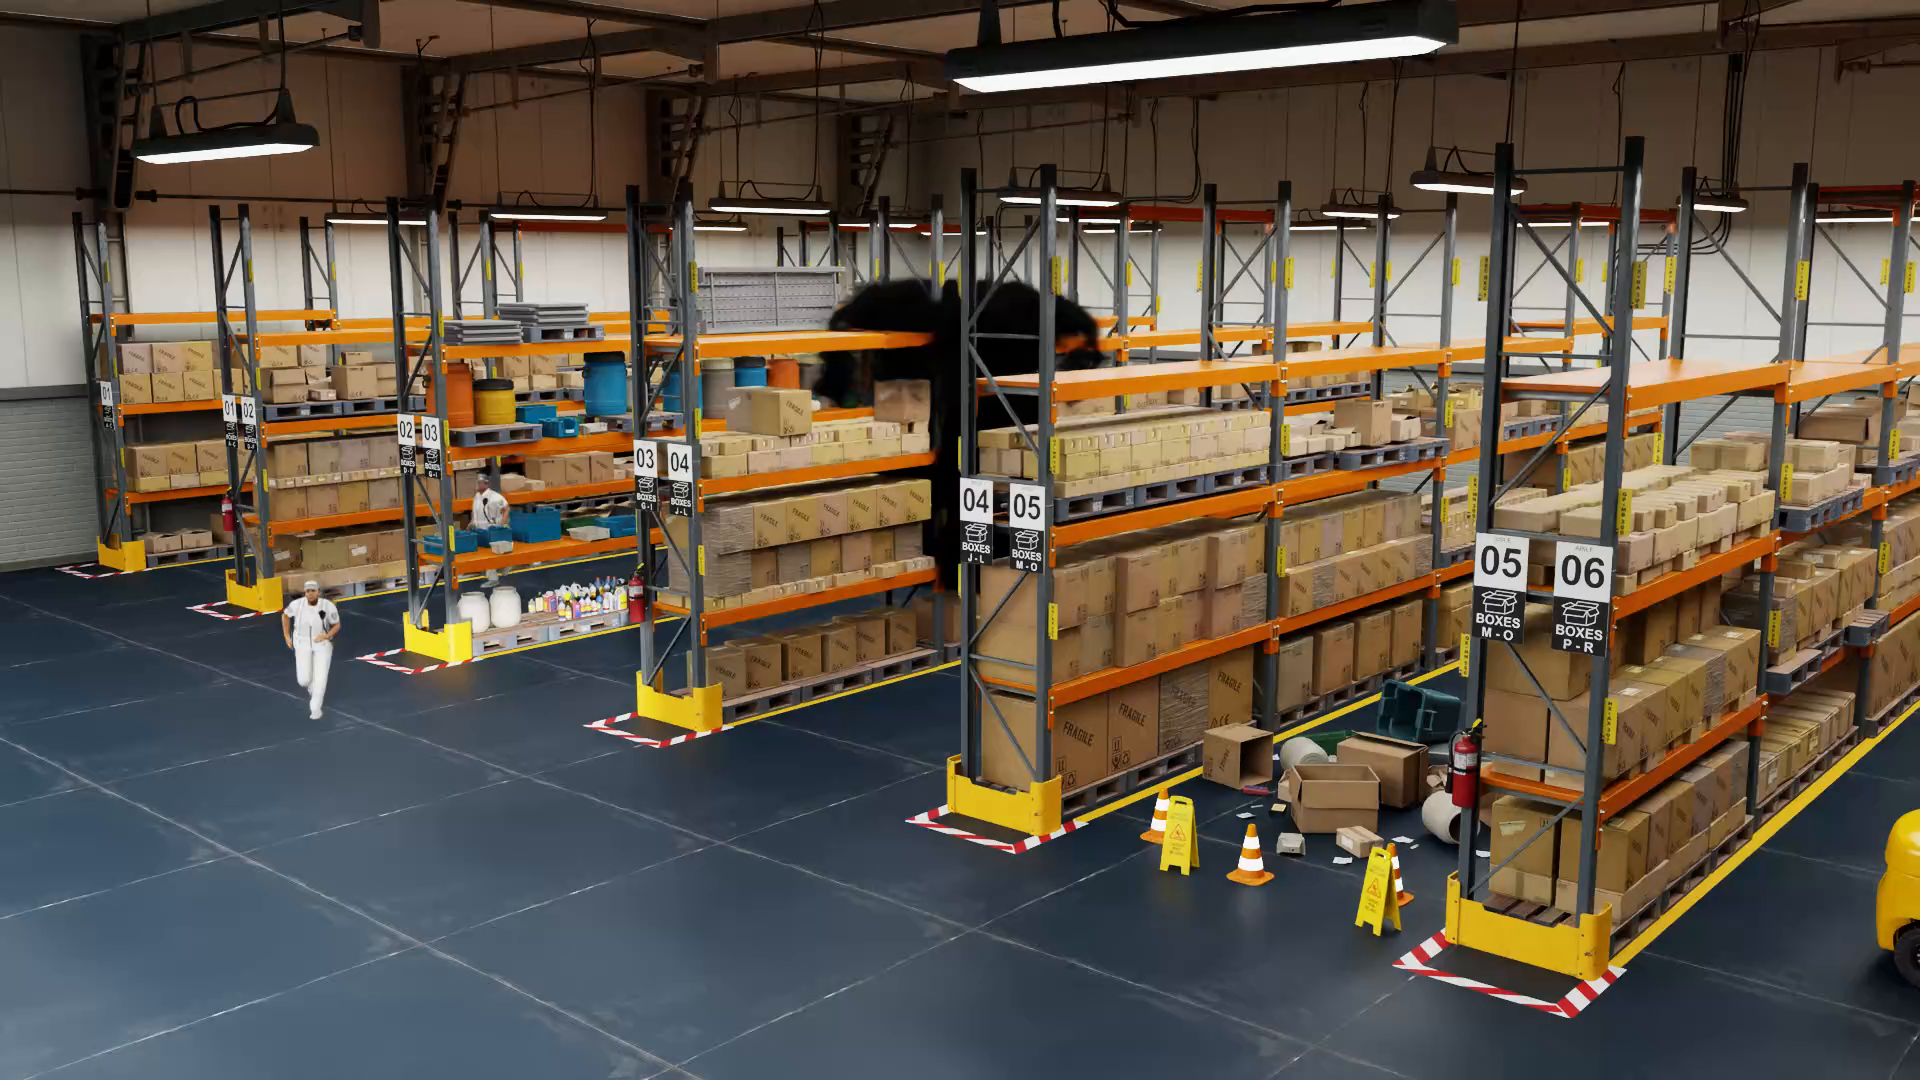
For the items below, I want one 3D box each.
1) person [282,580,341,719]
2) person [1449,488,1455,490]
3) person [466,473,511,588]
[{"bbox_3d":[-7.413,1.248,19.030,0.645,1.620,0.629,-2,10,-13],"label":"person"},{"bbox_3d":[7.958,-0.033,26.630,0.580,1.664,0.994,8,12,39],"label":"person"},{"bbox_3d":[-7.113,-0.147,25.126,0.678,1.756,0.650,7,12,35],"label":"person"}]
